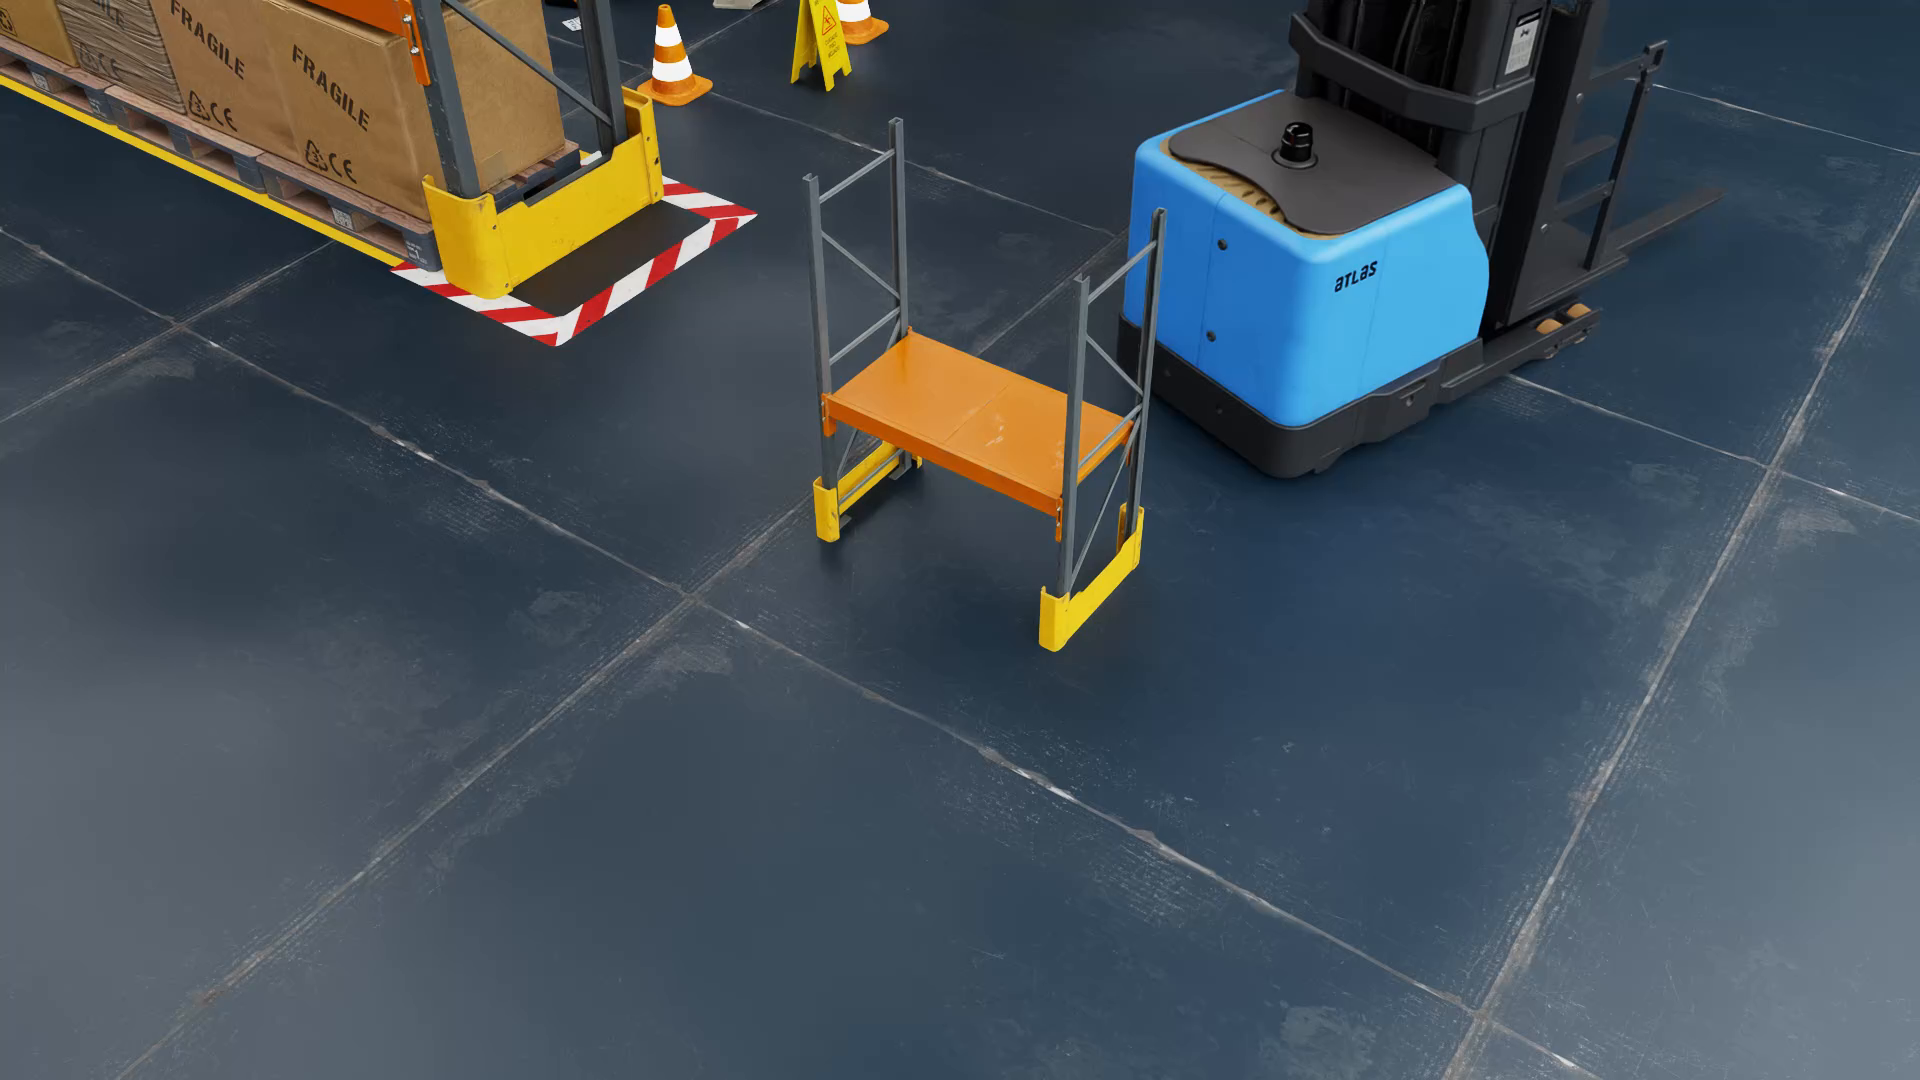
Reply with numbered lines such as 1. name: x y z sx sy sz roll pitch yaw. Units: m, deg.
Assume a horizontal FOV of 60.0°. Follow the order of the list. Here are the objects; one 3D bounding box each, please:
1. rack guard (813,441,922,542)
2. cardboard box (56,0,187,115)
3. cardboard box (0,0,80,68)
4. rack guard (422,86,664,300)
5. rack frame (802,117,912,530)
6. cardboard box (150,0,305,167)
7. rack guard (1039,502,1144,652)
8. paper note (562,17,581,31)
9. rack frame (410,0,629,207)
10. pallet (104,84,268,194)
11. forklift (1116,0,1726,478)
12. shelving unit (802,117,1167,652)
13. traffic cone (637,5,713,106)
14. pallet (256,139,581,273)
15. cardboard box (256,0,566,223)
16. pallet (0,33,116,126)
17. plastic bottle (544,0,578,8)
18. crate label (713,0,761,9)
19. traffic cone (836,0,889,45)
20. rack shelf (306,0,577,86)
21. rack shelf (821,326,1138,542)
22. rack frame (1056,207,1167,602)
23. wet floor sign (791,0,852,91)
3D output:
1. rack guard: -0.345 -0.255 6.347 0.087 0.250 0.587 25 48 25
2. cardboard box: -3.977 -2.847 8.460 0.875 0.875 0.875 25 48 26
3. cardboard box: -4.717 -3.190 8.844 0.875 0.875 0.875 26 48 26
4. rack guard: -1.897 -1.632 7.699 0.348 0.500 1.175 25 48 25
5. rack frame: -0.346 -0.721 5.931 0.032 1.500 0.500 25 48 25
6. cardboard box: -3.232 -2.497 8.069 0.875 0.875 0.875 24 47 25
7. rack guard: 0.470 0.127 5.921 0.087 0.250 0.587 25 48 25
8. paper note: -2.192 -2.977 9.555 0.144 0.017 0.142 -25 48 -25
9. rack frame: -1.917 -2.573 6.875 0.127 3.000 1.000 25 48 25
10. pallet: -3.611 -2.264 8.622 1.213 0.211 1.003 25 48 25
11. forklift: 2.144 -2.128 6.430 3.031 2.935 1.130 -26 48 -26
12. shelving unit: 0.062 -0.530 5.717 1.083 1.500 0.587 25 48 25
13. traffic cone: -1.537 -2.606 8.815 0.334 0.463 0.336 25 48 25
14. pallet: -2.617 -1.797 8.100 1.213 0.211 1.003 25 48 25
15. cardboard box: -2.510 -2.161 7.694 0.875 0.875 0.875 25 48 26
16. pallet: -4.614 -2.731 9.144 1.213 0.211 1.003 25 48 25
17. plastic bottle: -2.350 -3.196 9.776 0.283 0.061 0.133 10 43 11
18. crate label: -1.289 -3.238 9.766 0.298 0.136 0.250 3 42 4
19. traffic cone: -0.609 -3.092 9.359 0.334 0.463 0.336 25 48 25
20. rack shelf: -3.555 -3.070 7.971 4.000 0.370 1.077 25 48 25
21. rack shelf: 0.070 -0.392 5.833 1.000 0.185 0.538 25 48 25
22. rack frame: 0.486 -0.332 5.496 0.032 1.500 0.500 25 48 25
23. wet floor sign: -0.757 -2.765 8.856 0.232 0.644 0.267 17 45 18
